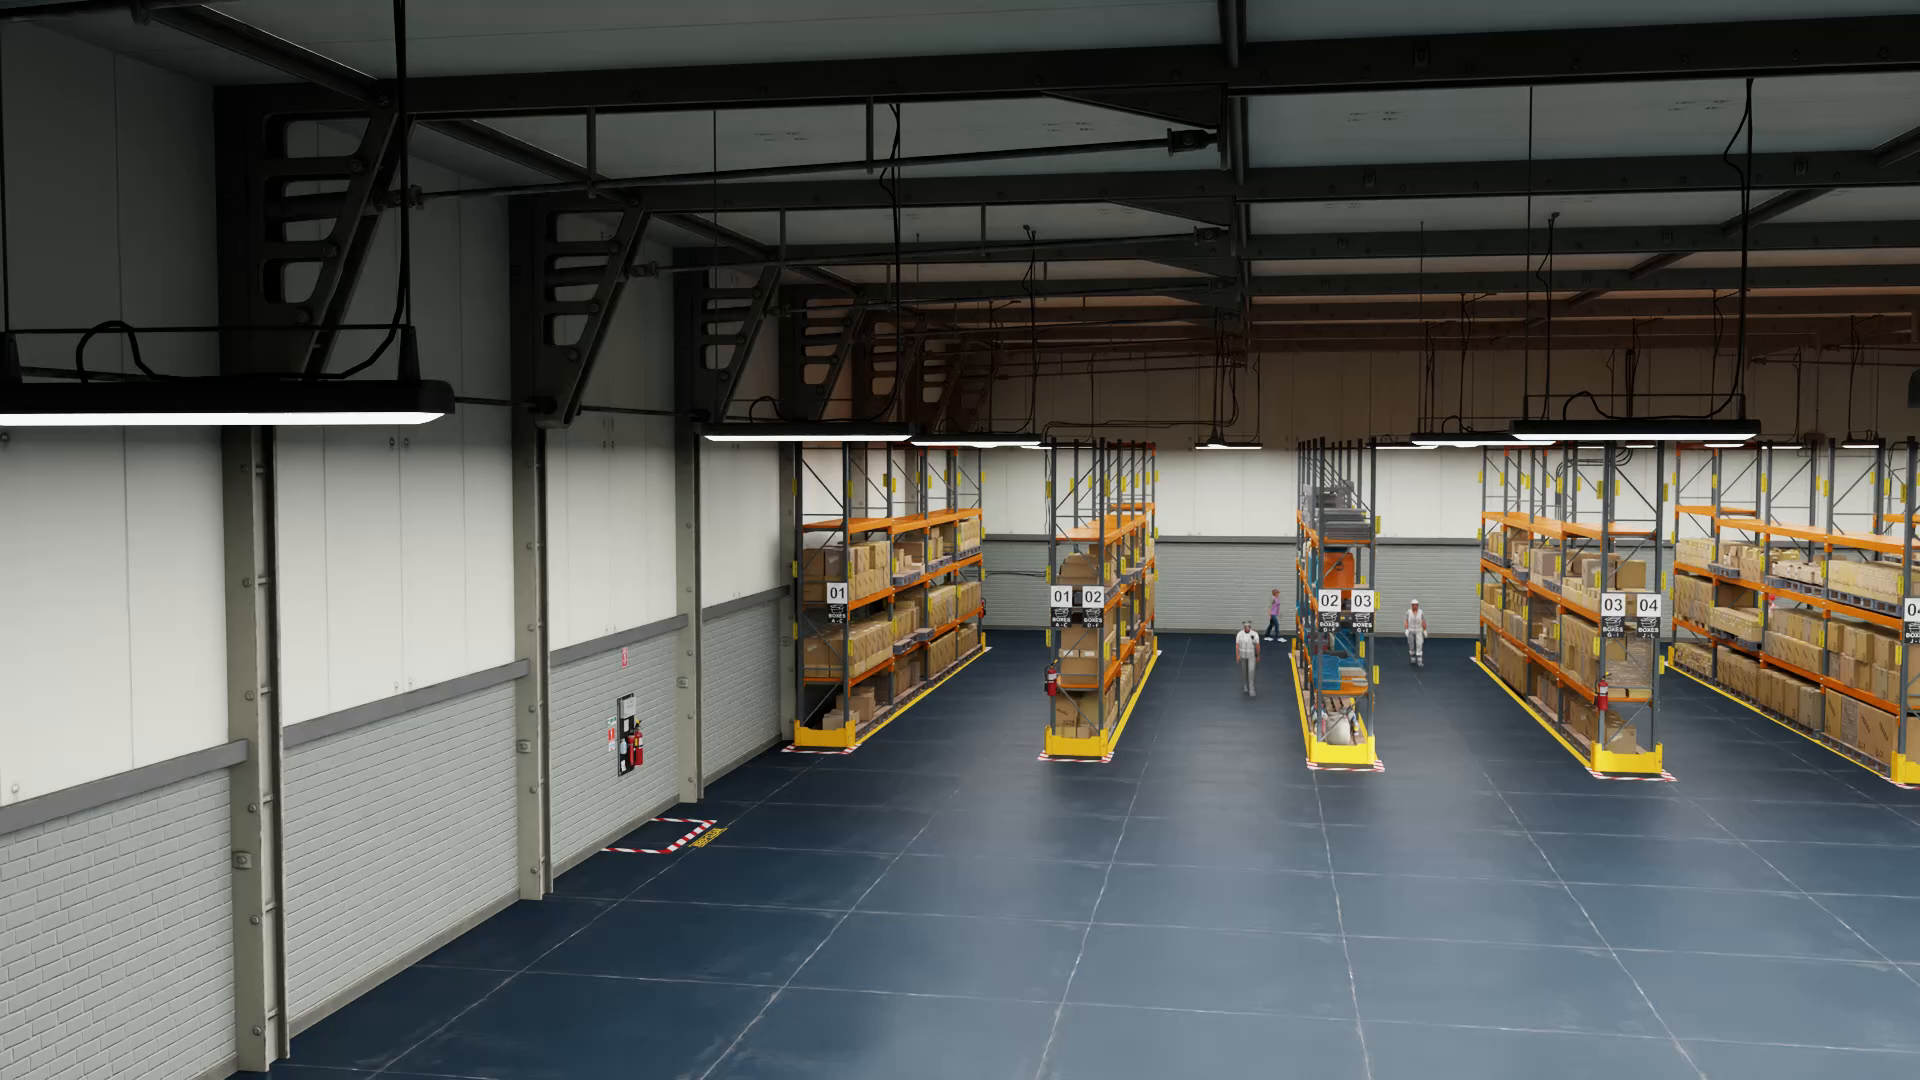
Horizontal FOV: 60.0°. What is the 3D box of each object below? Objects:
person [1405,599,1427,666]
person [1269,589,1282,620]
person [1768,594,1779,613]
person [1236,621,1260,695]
[{"bbox_3d":[12.193,2.463,44.534,0.559,1.742,0.925,1,3,19],"label":"person"},{"bbox_3d":[9.524,1.938,50.255,0.357,0.922,0.467,2,3,29],"label":"person"},{"bbox_3d":[22.625,2.050,46.432,0.379,1.070,0.572,0,3,0],"label":"person"},{"bbox_3d":[6.790,2.757,39.343,0.553,1.716,0.919,1,3,21],"label":"person"}]
